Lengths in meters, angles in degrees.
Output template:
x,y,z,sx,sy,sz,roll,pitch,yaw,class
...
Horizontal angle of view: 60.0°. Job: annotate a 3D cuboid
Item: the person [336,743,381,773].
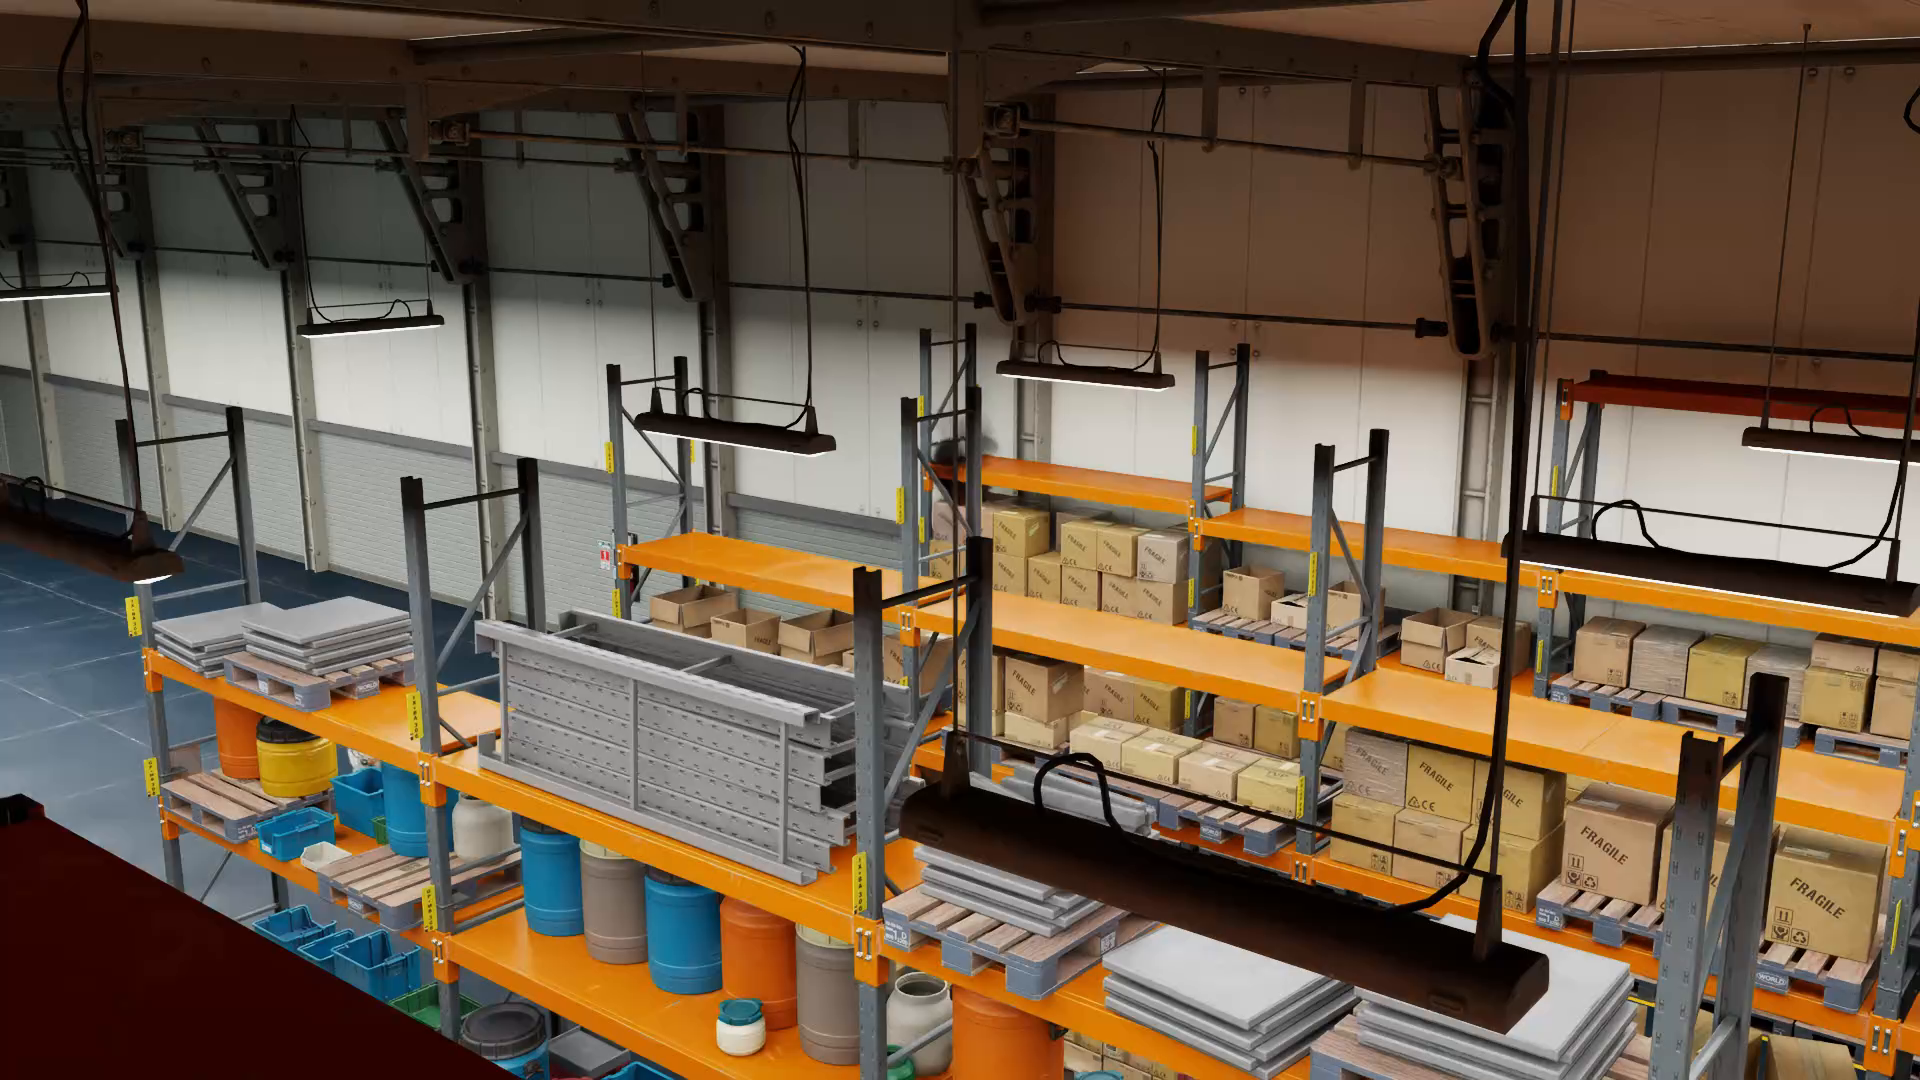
x,y,z,sx,sy,sz,roll,pitch,yaw,class
-7.303,2.729,20.309,1.037,1.621,0.613,-7,14,-29,person
